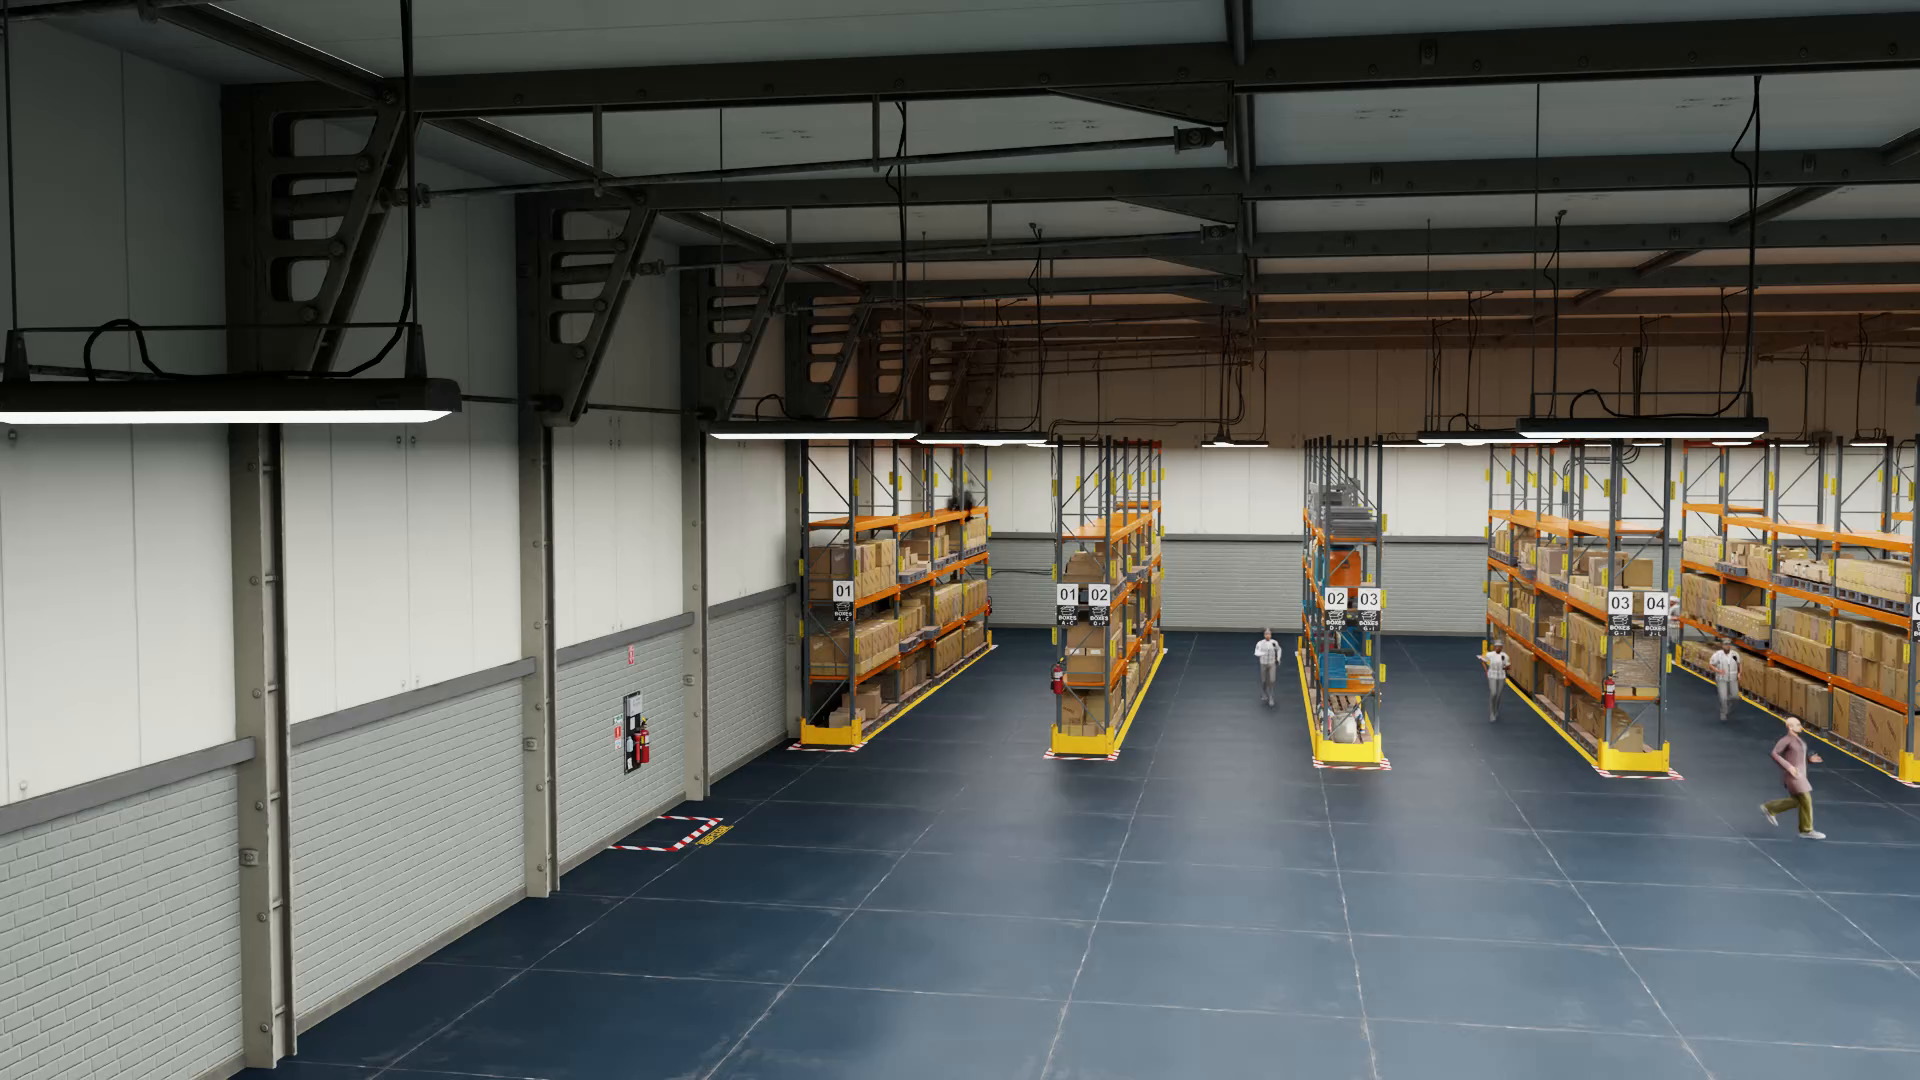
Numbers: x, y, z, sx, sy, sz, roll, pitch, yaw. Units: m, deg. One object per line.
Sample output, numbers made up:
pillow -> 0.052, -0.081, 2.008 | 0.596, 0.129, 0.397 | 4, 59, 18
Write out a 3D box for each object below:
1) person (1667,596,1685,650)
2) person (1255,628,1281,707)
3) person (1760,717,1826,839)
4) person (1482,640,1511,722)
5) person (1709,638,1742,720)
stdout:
person -> 19.694, 2.409, 45.807 | 0.827, 1.782, 0.810 | 0, 3, 4
person -> 6.943, 2.840, 37.480 | 0.588, 1.741, 0.805 | 1, 3, 9
person -> 12.348, 3.506, 24.658 | 0.964, 1.751, 0.719 | 3, 4, 44
person -> 11.403, 2.978, 35.308 | 0.555, 1.756, 0.742 | 0, 3, 7
person -> 16.271, 2.944, 35.289 | 0.705, 1.751, 0.611 | 0, 3, 9
